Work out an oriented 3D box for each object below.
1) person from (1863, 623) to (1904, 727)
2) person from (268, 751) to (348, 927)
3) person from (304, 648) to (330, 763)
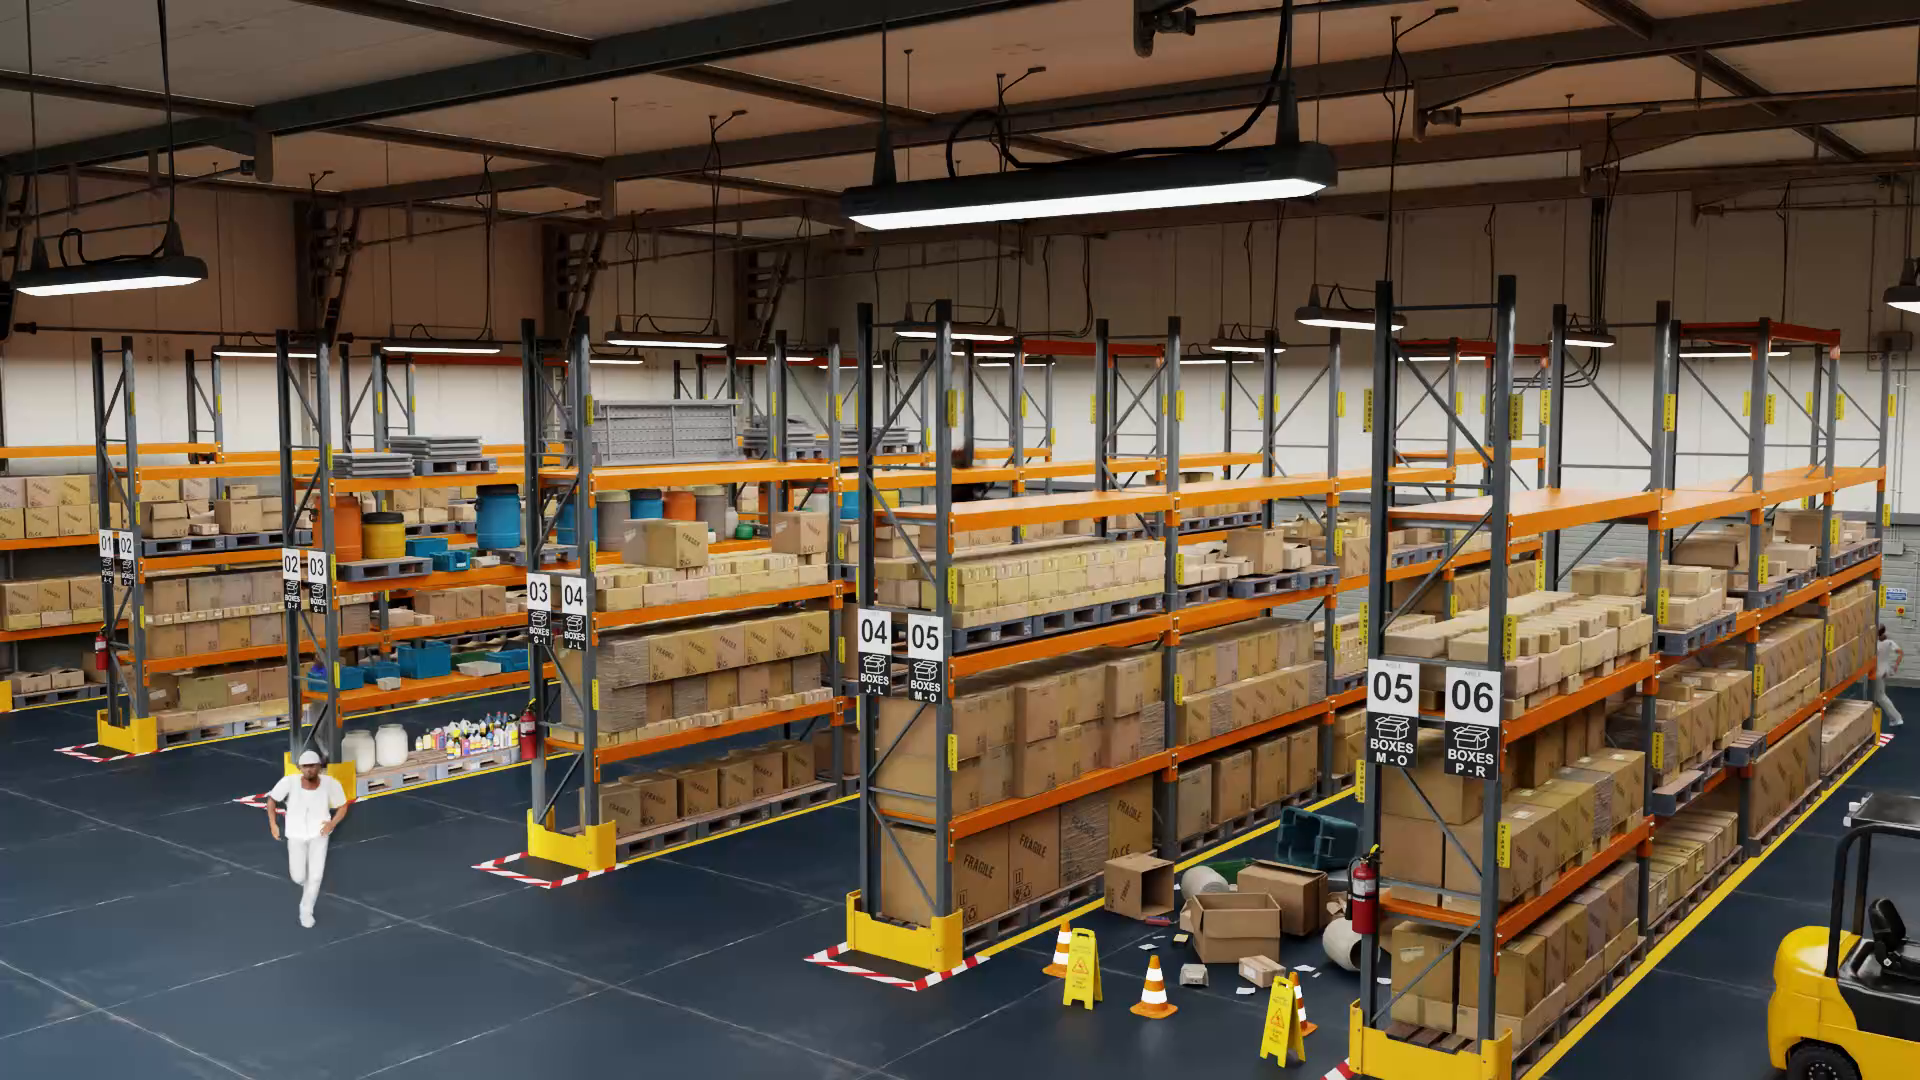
[{"bbox_3d":[14.174,2.086,25.762,0.573,1.664,0.849,-2,5,-20],"label":"person"},{"bbox_3d":[-6.417,2.906,16.377,0.741,1.717,0.677,-2,5,-17],"label":"person"},{"bbox_3d":[-8.955,2.372,23.245,0.565,1.527,0.548,1,5,17],"label":"person"}]
